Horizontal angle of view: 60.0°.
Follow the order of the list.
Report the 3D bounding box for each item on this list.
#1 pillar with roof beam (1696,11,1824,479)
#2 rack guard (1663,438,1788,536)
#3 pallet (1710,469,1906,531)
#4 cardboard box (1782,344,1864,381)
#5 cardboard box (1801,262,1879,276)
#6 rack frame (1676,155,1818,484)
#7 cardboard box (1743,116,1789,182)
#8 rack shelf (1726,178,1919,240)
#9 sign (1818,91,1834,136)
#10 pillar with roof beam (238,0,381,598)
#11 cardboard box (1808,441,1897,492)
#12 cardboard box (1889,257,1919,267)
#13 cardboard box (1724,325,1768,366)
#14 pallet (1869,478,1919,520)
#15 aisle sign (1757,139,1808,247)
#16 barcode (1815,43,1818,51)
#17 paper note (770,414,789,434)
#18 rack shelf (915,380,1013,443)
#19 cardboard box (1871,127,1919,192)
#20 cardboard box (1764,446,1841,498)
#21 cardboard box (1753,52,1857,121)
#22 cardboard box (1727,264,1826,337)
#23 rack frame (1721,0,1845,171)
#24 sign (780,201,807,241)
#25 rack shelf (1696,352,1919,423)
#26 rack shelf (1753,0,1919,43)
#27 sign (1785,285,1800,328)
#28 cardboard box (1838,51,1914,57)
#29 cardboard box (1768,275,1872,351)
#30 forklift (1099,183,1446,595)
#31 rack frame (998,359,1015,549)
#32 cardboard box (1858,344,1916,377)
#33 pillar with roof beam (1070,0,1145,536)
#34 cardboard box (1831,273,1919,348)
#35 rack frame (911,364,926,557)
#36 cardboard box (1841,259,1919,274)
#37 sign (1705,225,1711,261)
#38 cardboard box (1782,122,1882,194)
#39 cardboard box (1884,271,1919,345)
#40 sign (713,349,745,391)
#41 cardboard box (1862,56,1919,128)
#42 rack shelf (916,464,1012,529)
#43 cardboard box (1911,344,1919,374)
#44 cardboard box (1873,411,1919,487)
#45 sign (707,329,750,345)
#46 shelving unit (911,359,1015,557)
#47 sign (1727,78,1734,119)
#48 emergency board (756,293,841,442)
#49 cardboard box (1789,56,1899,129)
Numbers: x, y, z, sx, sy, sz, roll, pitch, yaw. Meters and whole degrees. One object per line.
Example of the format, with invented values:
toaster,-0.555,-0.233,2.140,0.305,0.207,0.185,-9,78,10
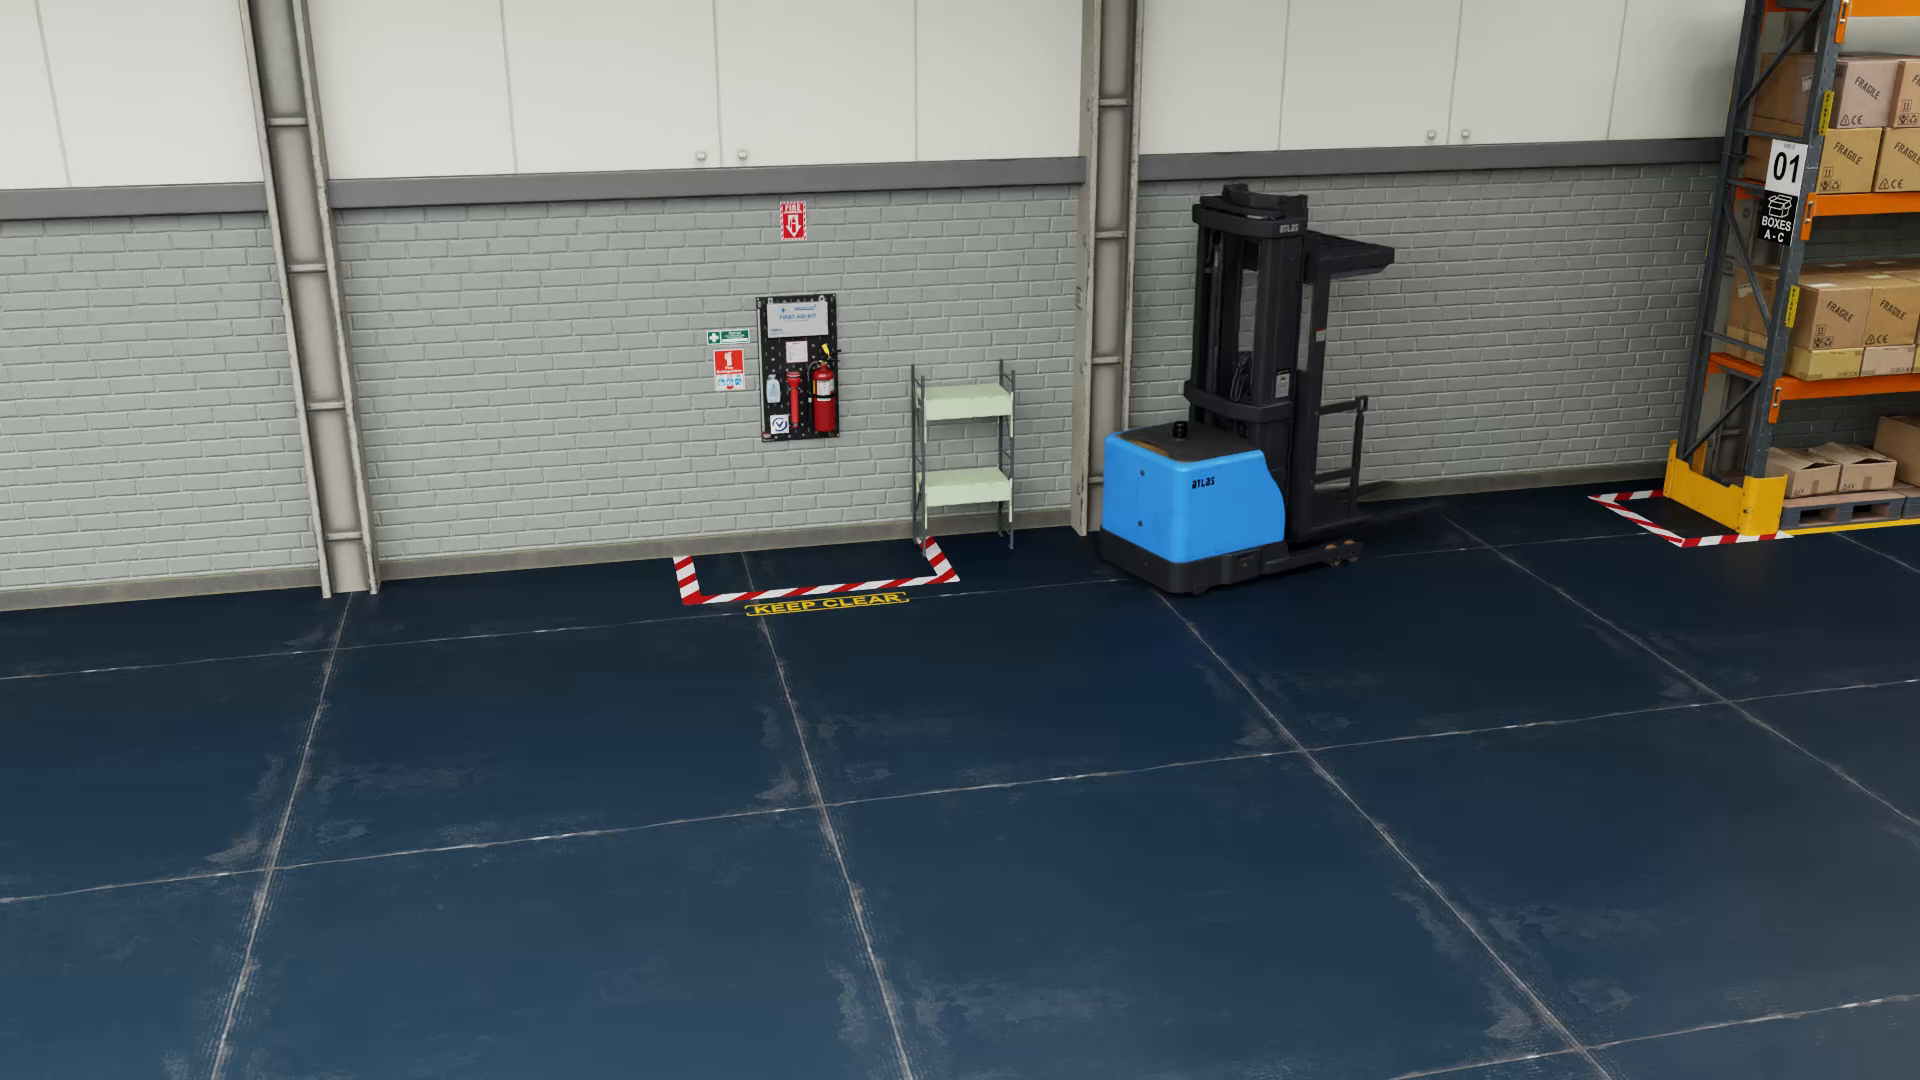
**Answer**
pillar with roof beam,7.994,-3.361,9.908,0.400,9.000,9.100,-5,21,-12
rack guard,6.596,-0.473,14.379,0.348,0.500,1.175,-5,21,-12
pallet,7.394,-0.390,14.572,1.213,0.211,1.003,-5,21,-12
cardboard box,7.070,-1.512,13.770,0.500,0.250,0.500,-5,21,-14
cardboard box,7.424,-2.077,14.222,0.500,0.500,0.500,-4,21,-12
rack frame,6.522,-1.641,13.932,0.127,3.000,1.000,-5,21,-12
cardboard box,6.869,-3.223,13.717,0.500,0.500,0.500,-3,20,-9
rack shelf,8.468,-2.870,13.972,4.000,0.370,1.077,-5,21,-12
sign,6.647,-3.278,12.770,0.005,0.325,0.100,-5,21,-12
pillar with roof beam,-3.684,-2.412,7.315,0.400,9.000,9.100,-5,21,-12
cardboard box,7.770,-0.654,14.510,0.500,0.311,0.500,-3,20,-8
cardboard box,8.416,-2.159,14.446,0.500,0.500,0.500,-4,21,-12
cardboard box,6.932,-1.681,14.233,0.500,0.250,0.500,-4,21,-12
pallet,8.579,-0.485,14.832,1.213,0.211,1.003,-5,21,-12
aisle sign,6.521,-2.755,13.195,0.004,0.787,0.394,-5,21,-12
barcode,7.098,-4.071,13.734,0.075,0.075,0.001,-5,21,-12
paper note,-1.437,-0.923,13.255,0.142,0.148,0.016,-5,21,-12
rack shelf,0.022,-1.033,13.320,0.720,0.370,0.431,-5,21,-13
cardboard box,7.435,-3.079,13.323,0.500,0.500,0.500,-3,20,-9
cardboard box,7.216,-0.609,14.386,0.500,0.311,0.500,-7,21,-19
cardboard box,6.881,-3.697,13.556,0.500,0.500,0.500,-4,20,-10
cardboard box,6.931,-2.040,14.122,0.500,0.500,0.500,-5,21,-13
rack frame,6.522,-4.458,12.900,0.127,3.000,1.000,-5,21,-12
sign,-1.280,-2.449,12.769,0.199,0.298,0.001,-5,21,-12
rack shelf,8.468,-1.461,14.488,4.000,0.370,1.077,-5,21,-12
rack shelf,8.468,-4.276,13.457,4.000,0.370,1.077,-5,21,-12
sign,6.647,-1.865,13.288,0.005,0.325,0.100,-5,21,-12
cardboard box,7.409,-3.743,13.684,0.500,0.500,0.500,-3,20,-9
cardboard box,7.055,-1.869,13.654,0.500,0.500,0.500,-5,21,-12
forklift,2.638,-1.315,13.143,3.031,2.935,1.130,-12,23,-29
rack frame,0.378,-0.697,13.536,0.023,1.500,0.400,-5,21,-13
cardboard box,7.572,-1.558,13.895,0.500,0.250,0.500,-5,21,-14
pillar with roof beam,2.155,-2.887,8.612,0.400,9.000,9.100,-5,21,-12
cardboard box,7.539,-1.905,13.752,0.500,0.500,0.500,-5,21,-12
rack frame,-0.333,-0.637,13.372,0.023,1.500,0.400,-5,21,-13
cardboard box,7.926,-2.119,14.337,0.500,0.500,0.500,-5,21,-14
sign,6.413,-2.520,14.190,0.005,0.325,0.100,-5,21,-12
cardboard box,6.905,-3.048,13.239,0.500,0.500,0.500,-4,21,-11
cardboard box,8.043,-1.943,13.858,0.500,0.500,0.500,-5,21,-14
sign,-1.811,-1.335,13.047,0.234,0.329,0.001,-5,21,-12
cardboard box,7.452,-3.547,13.147,0.500,0.500,0.500,-5,21,-13
rack shelf,0.022,-0.361,13.566,0.720,0.370,0.431,-5,21,-13
cardboard box,8.069,-1.596,14.000,0.500,0.250,0.500,-5,21,-13
cardboard box,8.496,-0.785,14.590,0.500,0.500,0.700,-6,21,-16
sign,-1.804,-1.582,12.949,0.331,0.109,0.001,-5,21,-12
shelving unit,0.022,-0.667,13.454,0.755,1.500,0.431,-5,21,-13
sign,6.413,-3.652,13.776,0.005,0.325,0.100,-5,21,-12
emergency board,-1.249,-1.328,13.078,0.643,1.169,0.194,-5,21,-12
cardboard box,6.952,-3.524,13.085,0.500,0.500,0.500,-6,21,-16
